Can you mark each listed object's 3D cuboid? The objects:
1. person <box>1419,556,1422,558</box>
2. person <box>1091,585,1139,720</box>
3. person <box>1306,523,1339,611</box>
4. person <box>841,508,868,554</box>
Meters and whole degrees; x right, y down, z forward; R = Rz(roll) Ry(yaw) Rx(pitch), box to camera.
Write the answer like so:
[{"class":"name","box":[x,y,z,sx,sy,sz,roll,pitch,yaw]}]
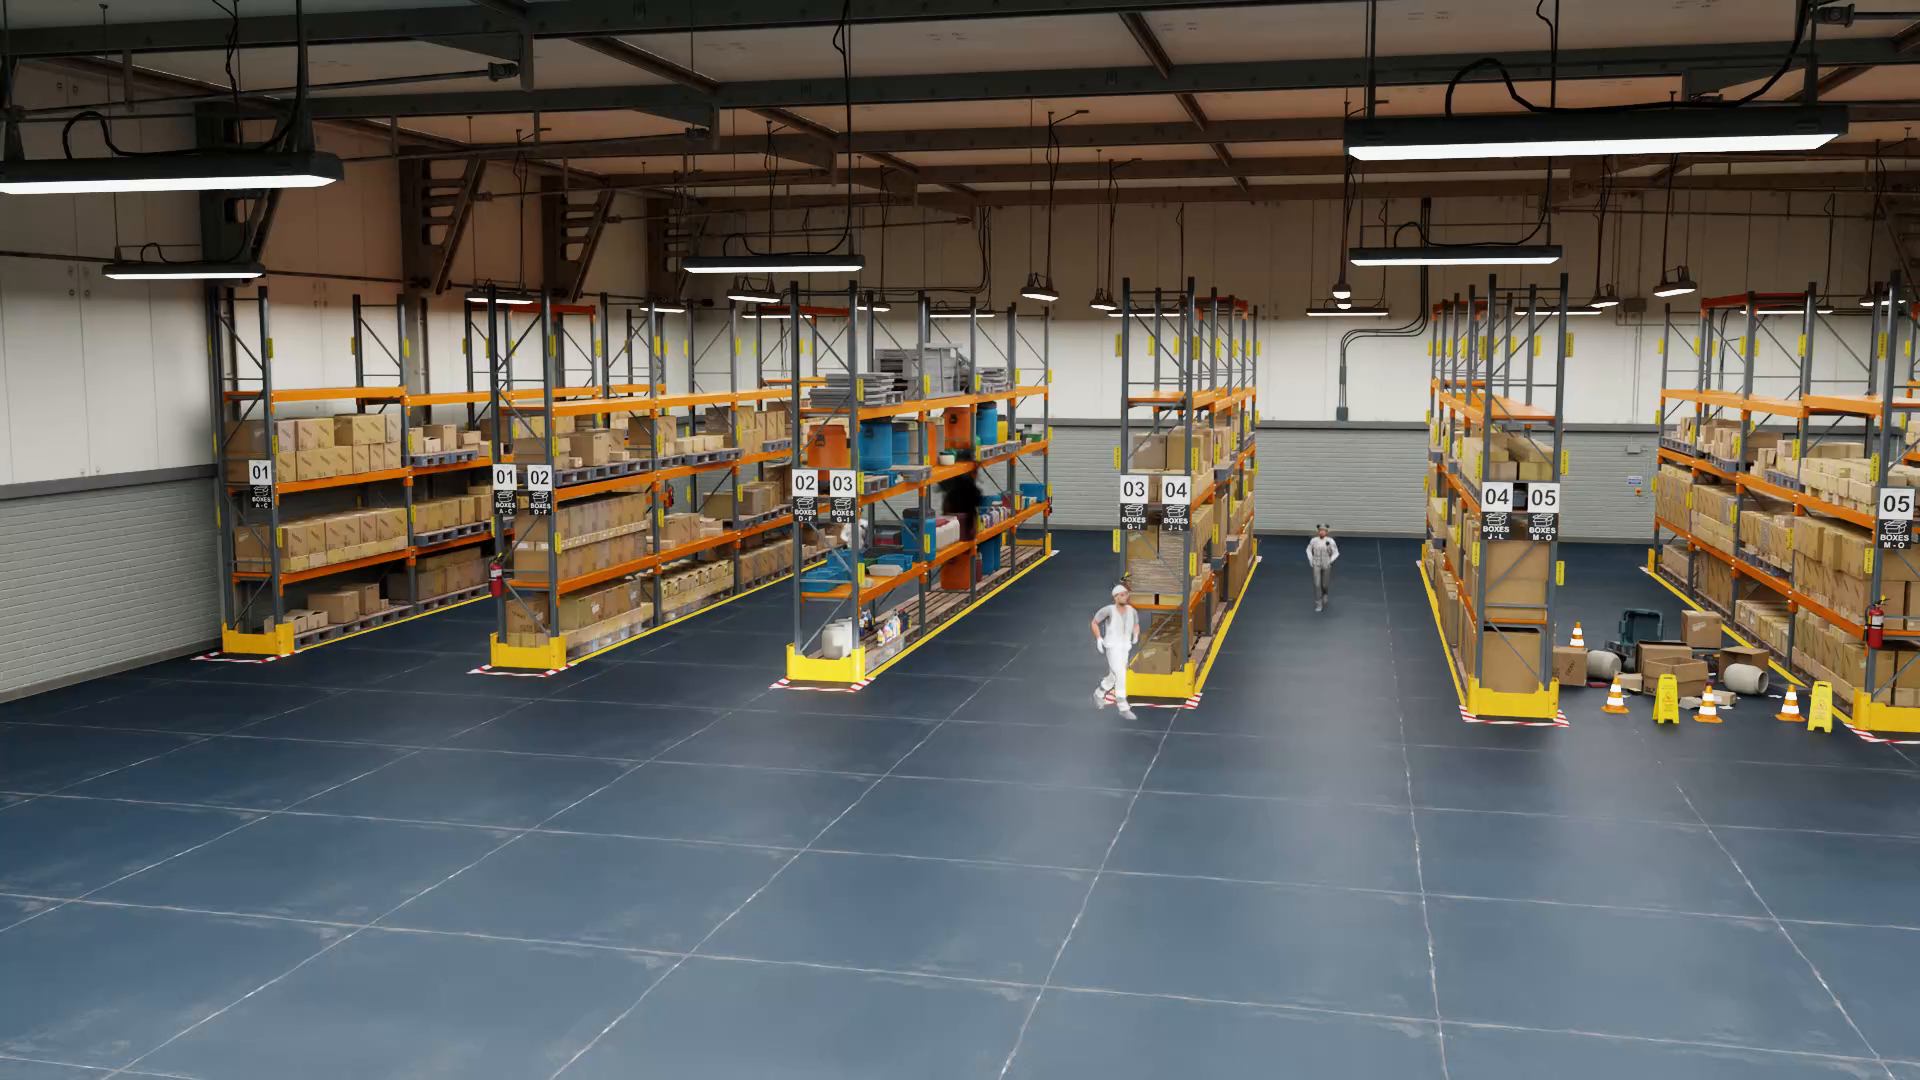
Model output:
[{"class":"person","box":[11.446,-0.405,39.461,1.011,1.731,0.675,2,7,15]},{"class":"person","box":[2.172,1.486,22.644,0.656,1.759,0.983,-4,8,-32]},{"class":"person","box":[6.986,0.516,32.091,0.631,1.714,0.727,2,7,17]},{"class":"person","box":[-1.977,0.204,31.909,0.632,1.734,0.752,1,7,11]}]
